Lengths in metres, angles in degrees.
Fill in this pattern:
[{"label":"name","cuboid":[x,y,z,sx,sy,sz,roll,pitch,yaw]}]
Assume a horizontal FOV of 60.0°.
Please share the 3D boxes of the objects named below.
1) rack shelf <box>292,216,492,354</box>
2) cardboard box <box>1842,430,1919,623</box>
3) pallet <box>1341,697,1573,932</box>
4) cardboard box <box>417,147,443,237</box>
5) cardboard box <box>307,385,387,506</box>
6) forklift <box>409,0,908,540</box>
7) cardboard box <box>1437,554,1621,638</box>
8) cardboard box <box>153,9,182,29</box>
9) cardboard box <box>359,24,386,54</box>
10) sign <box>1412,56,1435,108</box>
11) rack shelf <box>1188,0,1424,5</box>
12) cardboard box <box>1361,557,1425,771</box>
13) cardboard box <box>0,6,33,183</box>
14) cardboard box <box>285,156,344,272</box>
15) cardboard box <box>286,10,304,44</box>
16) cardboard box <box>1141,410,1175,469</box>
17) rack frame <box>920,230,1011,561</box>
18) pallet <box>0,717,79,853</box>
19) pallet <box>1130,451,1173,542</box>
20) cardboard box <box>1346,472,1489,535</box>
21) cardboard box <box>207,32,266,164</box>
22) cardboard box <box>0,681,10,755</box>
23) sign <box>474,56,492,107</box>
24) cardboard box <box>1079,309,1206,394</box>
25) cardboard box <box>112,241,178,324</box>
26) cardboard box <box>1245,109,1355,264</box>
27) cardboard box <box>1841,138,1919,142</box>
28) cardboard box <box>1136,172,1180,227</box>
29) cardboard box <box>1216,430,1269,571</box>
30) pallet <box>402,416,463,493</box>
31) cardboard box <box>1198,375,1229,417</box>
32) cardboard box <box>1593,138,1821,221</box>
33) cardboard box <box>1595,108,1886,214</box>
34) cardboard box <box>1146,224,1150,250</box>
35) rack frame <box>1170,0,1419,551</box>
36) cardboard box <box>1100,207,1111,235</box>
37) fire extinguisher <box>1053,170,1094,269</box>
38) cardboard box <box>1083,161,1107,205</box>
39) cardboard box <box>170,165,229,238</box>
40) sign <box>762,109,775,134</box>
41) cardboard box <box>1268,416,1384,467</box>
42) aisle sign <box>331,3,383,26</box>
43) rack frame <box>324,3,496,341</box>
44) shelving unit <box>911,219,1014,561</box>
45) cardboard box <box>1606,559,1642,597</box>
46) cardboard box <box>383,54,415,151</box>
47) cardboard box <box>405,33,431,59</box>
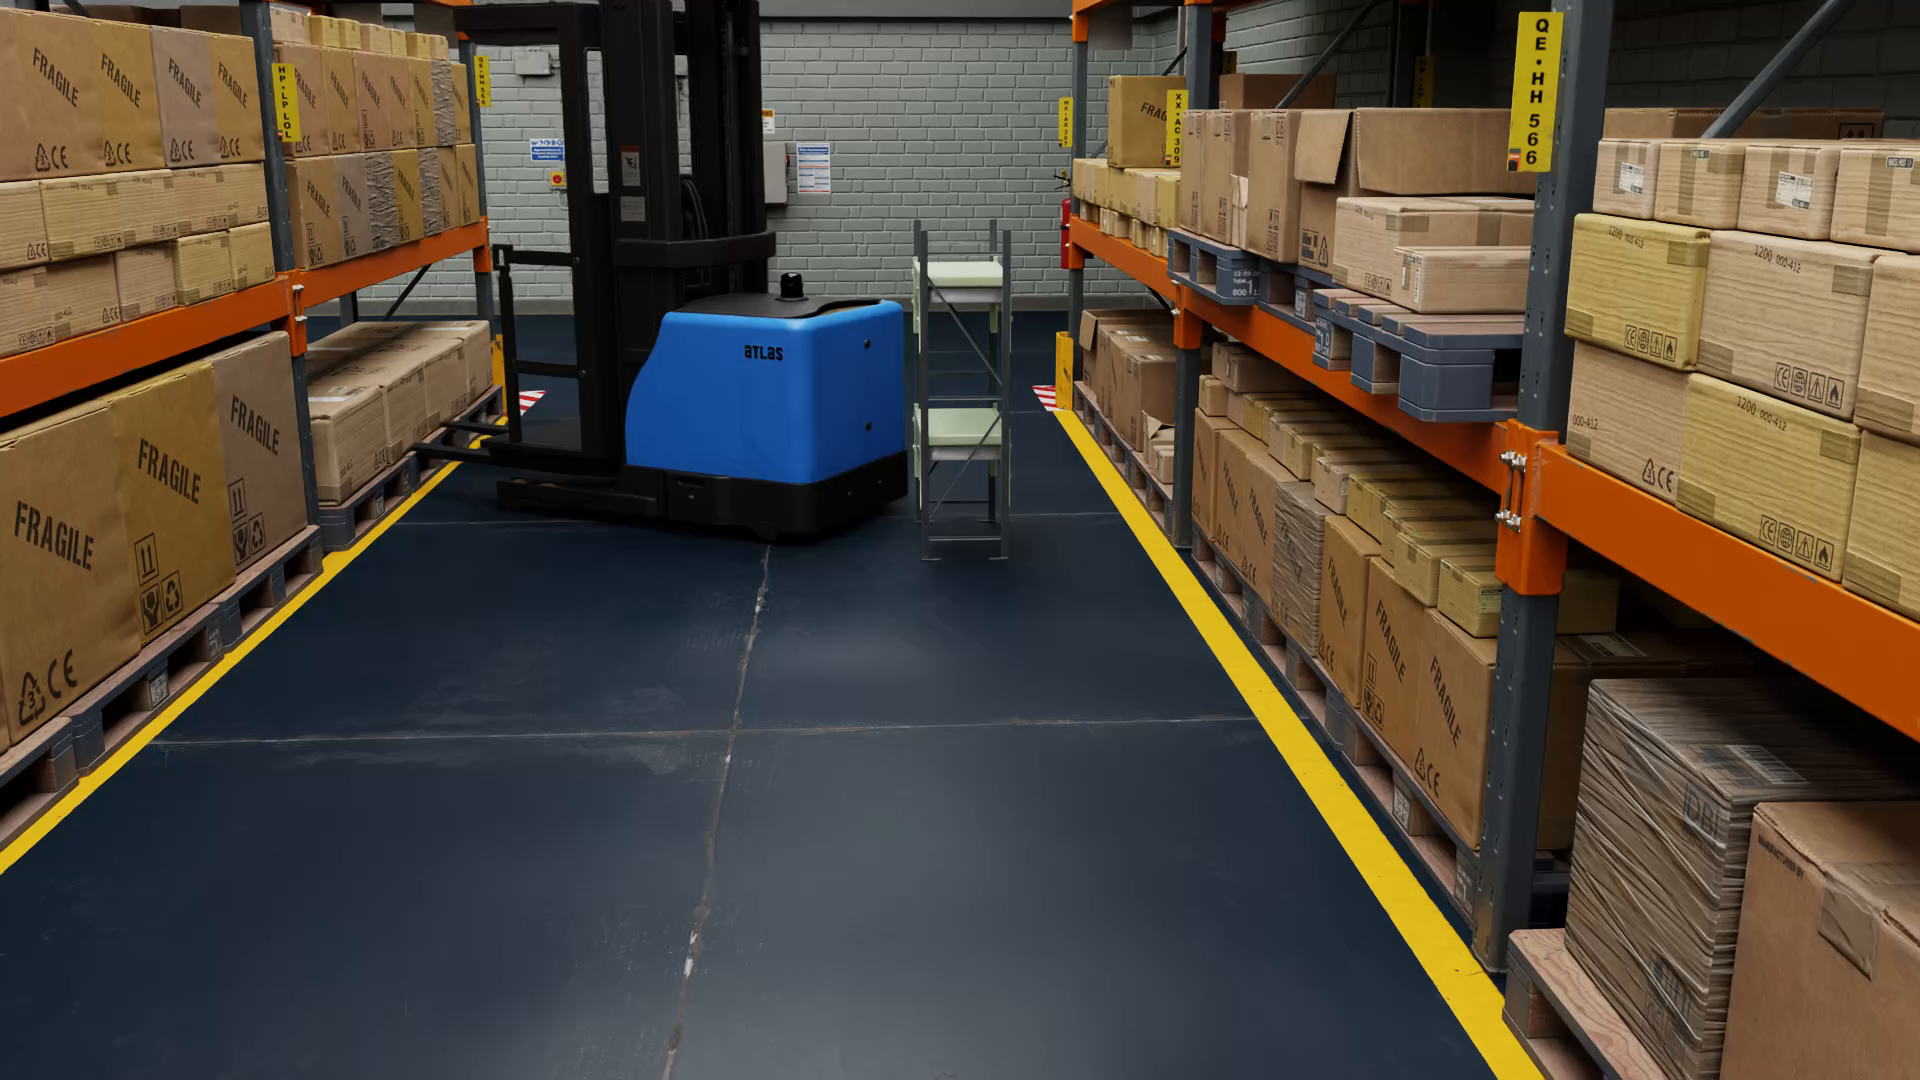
[{"label":"rack shelf","cuboid":[-3.568,-1.498,9.273,1.077,0.370,4.000,-1,14,-3]},{"label":"cardboard box","cuboid":[1.606,0.008,2.276,0.500,0.250,0.500,-1,14,-5]},{"label":"pallet","cuboid":[1.749,0.732,4.756,1.003,0.211,1.213,-1,14,-3]},{"label":"cardboard box","cuboid":[-3.340,-2.024,9.671,0.500,0.500,0.500,0,14,-2]},{"label":"cardboard box","cuboid":[-3.376,-0.469,8.130,0.875,0.438,0.875,-1,14,-4]},{"label":"forklift","cuboid":[-1.822,-1.656,8.581,3.031,2.935,1.130,7,16,26]},{"label":"cardboard box","cuboid":[1.474,0.142,4.325,0.380,0.149,0.250,-2,15,-6]},{"label":"cardboard box","cuboid":[-3.689,-2.335,7.572,0.380,0.149,0.250,-1,14,-2]},{"label":"cardboard box","cuboid":[-3.280,-2.657,8.826,0.380,0.149,0.250,-1,14,-3]},{"label":"sign","cuboid":[2.064,-1.997,7.444,0.100,0.325,0.005,-1,14,-3]},{"label":"rack shelf","cuboid":[1.634,-2.033,5.334,1.077,0.370,4.000,-1,14,-3]},{"label":"cardboard box","cuboid":[1.496,0.349,4.824,0.500,0.500,0.500,-1,14,-4]},{"label":"cardboard box","cuboid":[-3.040,-1.265,4.718,0.500,0.500,0.500,0,14,-2]},{"label":"cardboard box","cuboid":[-3.212,-1.518,7.707,0.500,0.500,0.500,0,14,-2]},{"label":"cardboard box","cuboid":[-3.237,-2.342,7.599,0.380,0.149,0.250,-1,14,-3]},{"label":"cardboard box","cuboid":[1.160,-0.529,8.705,0.396,0.266,0.258,0,14,-1]},{"label":"rack frame","cuboid":[0.023,-0.634,7.479,0.400,1.500,0.023,-1,14,-3]},{"label":"pallet","cuboid":[-3.170,0.799,4.497,1.003,0.211,1.213,-1,14,-3]},{"label":"pallet","cuboid":[1.468,-0.247,8.563,1.003,0.211,1.213,-1,14,-3]},{"label":"cardboard box","cuboid":[1.467,-0.120,5.343,0.380,0.149,0.250,-1,14,-4]},{"label":"cardboard box","cuboid":[-3.166,-1.774,6.696,0.500,0.500,0.500,0,14,-2]},{"label":"cardboard box","cuboid":[-3.156,0.298,4.268,0.875,0.875,0.875,-1,14,-4]},{"label":"sign","cuboid":[-3.149,-3.024,10.961,0.100,0.325,0.005,-1,14,-3]},{"label":"cardboard box","cuboid":[1.205,-1.262,11.079,0.797,0.503,0.637,-1,15,-6]},{"label":"cardboard box","cuboid":[-3.122,-0.916,5.869,0.500,0.250,0.500,-1,14,-5]},{"label":"cardboard box","cuboid":[1.397,-1.231,5.746,0.700,0.500,0.500,-1,14,-4]},{"label":"cardboard box","cuboid":[1.980,-0.717,3.289,0.380,0.149,0.250,0,14,-2]},{"label":"cardboard box","cuboid":[1.189,-1.745,8.494,0.500,0.250,0.500,-1,14,-3]},{"label":"cardboard box","cuboid":[1.358,-0.163,6.815,0.500,0.500,0.500,-1,14,-4]},{"label":"pallet","cuboid":[-3.492,-0.493,9.519,1.003,0.211,1.213,-1,14,-3]},{"label":"cardboard box","cuboid":[1.267,-0.640,7.367,0.380,0.149,0.250,0,14,-1]},{"label":"cardboard box","cuboid":[1.483,-0.711,3.266,0.380,0.149,0.250,0,14,-2]},{"label":"cardboard box","cuboid":[1.882,-0.814,4.127,0.500,0.500,0.500,0,14,-1]},{"label":"cardboard box","cuboid":[1.171,-1.575,8.631,0.380,0.149,0.250,-1,14,-2]},{"label":"rack frame","cuboid":[1.510,-1.427,7.551,1.000,3.000,0.127,-1,14,-3]},{"label":"cardboard box","cuboid":[1.039,-1.893,9.866,0.380,0.149,0.250,-1,14,-5]},{"label":"fire extinguisher","cuboid":[0.792,-2.233,11.588,0.296,0.674,0.183,-1,14,-3]},{"label":"cardboard box","cuboid":[1.053,-2.250,10.457,0.500,0.250,0.500,-1,14,-3]},{"label":"cardboard box","cuboid":[-3.136,-1.288,6.312,0.500,0.250,0.500,-1,14,-2]},{"label":"sign","cuboid":[-2.027,-4.193,16.644,0.339,0.242,0.001,-1,14,-3]},{"label":"cardboard box","cuboid":[1.397,-0.378,6.348,0.380,0.149,0.250,-1,14,-4]},{"label":"aisle sign","cuboid":[-3.986,-3.616,10.844,0.394,0.787,0.004,-1,14,-3]},{"label":"rack frame","cuboid":[-3.692,-2.344,11.116,1.000,3.000,0.127,-1,14,-3]},{"label":"shelving unit","cuboid":[0.000,-0.725,7.833,0.431,1.500,0.755,-1,14,-3]},{"label":"cardboard box","cuboid":[2.047,0.060,4.644,0.380,0.149,0.250,0,14,-2]},{"label":"cardboard box","cuboid":[-3.306,-2.383,9.060,0.500,0.500,0.500,-1,14,-4]},{"label":"cardboard box","cuboid":[-3.356,-2.916,9.829,0.380,0.149,0.250,-1,14,-2]}]
